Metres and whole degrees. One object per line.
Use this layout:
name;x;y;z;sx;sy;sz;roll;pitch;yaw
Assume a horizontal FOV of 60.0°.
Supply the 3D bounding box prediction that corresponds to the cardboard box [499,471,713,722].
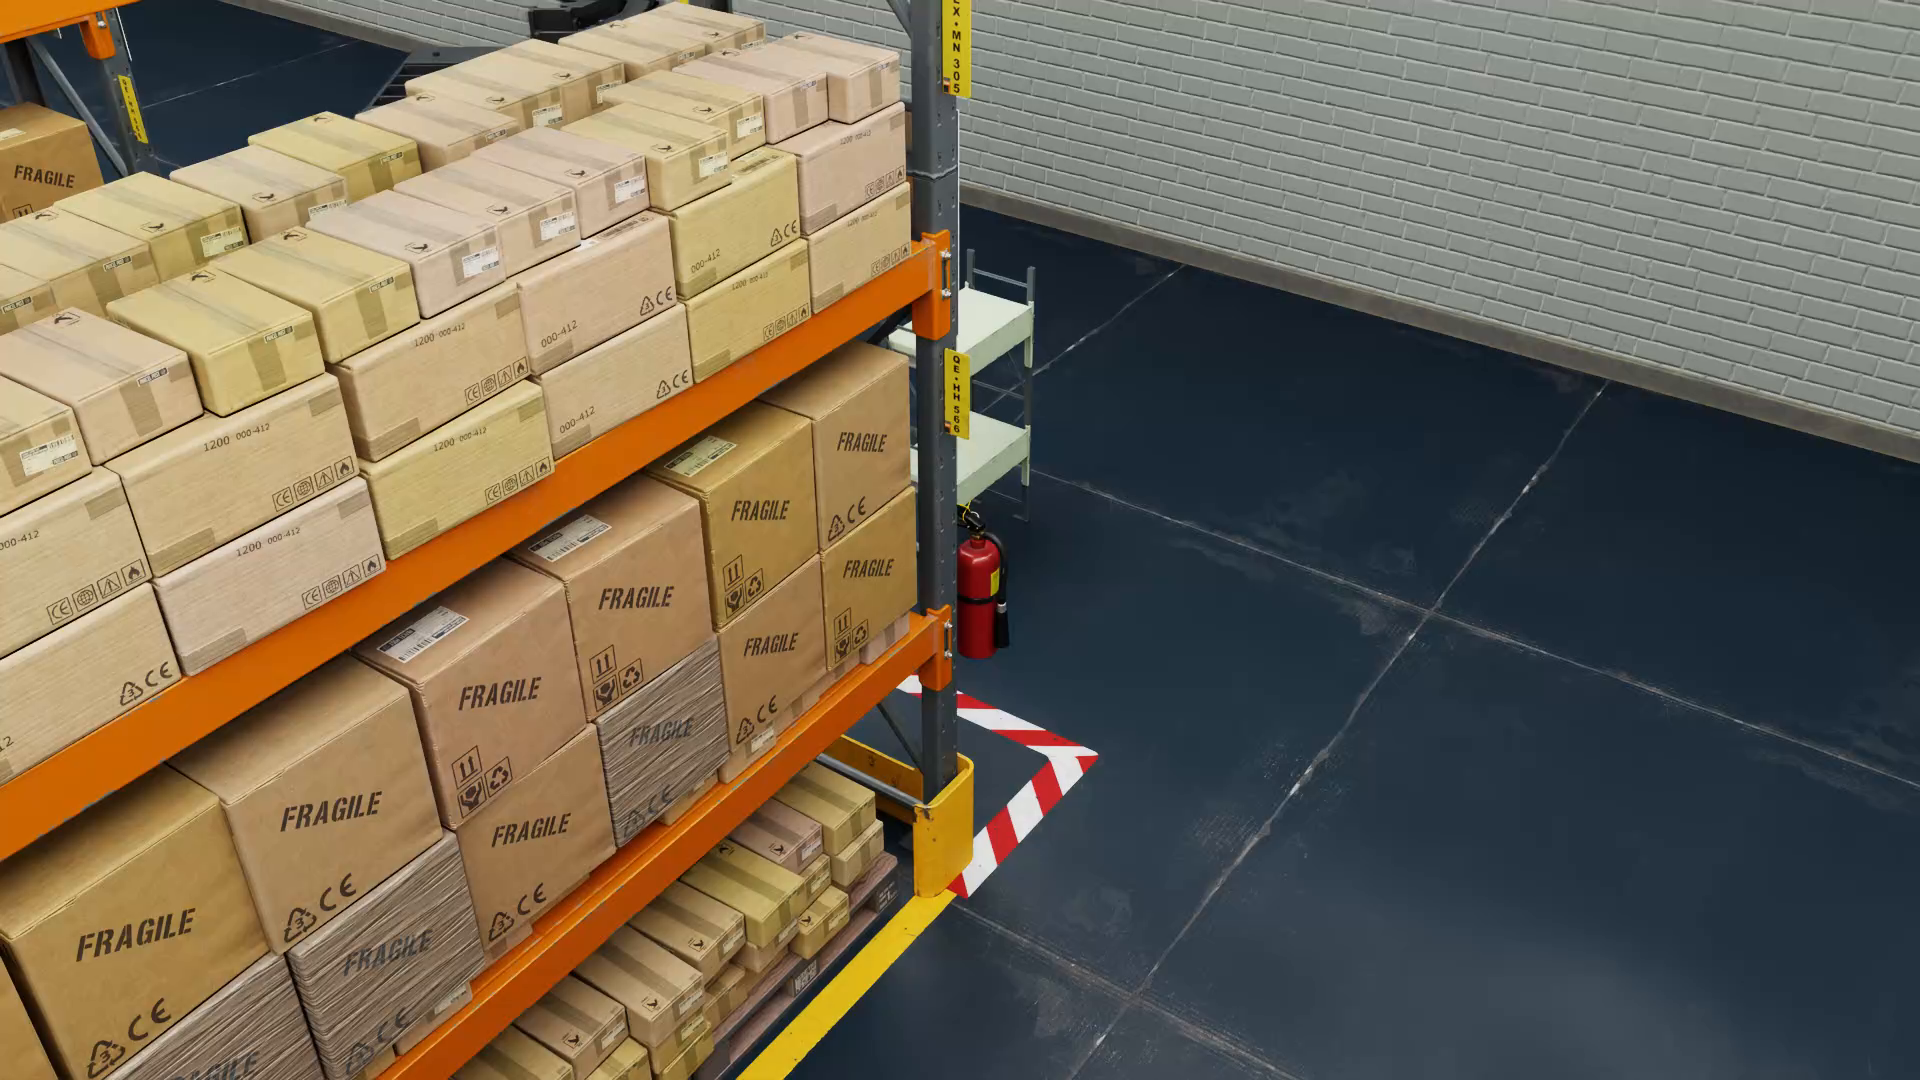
cardboard box;-1.089;0.116;4.829;0.500;0.500;0.500;23;41;30

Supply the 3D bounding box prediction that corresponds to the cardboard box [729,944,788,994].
cardboard box;-0.868;1.490;6.215;0.380;0.149;0.250;21;39;28

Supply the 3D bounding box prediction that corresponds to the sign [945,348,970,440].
sign;-0.010;-0.495;5.664;0.100;0.325;0.005;21;39;28

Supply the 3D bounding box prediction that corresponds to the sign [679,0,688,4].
sign;-0.900;-1.848;5.523;0.100;0.325;0.005;21;39;28

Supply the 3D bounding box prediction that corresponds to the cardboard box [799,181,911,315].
cardboard box;-0.496;-0.957;5.120;0.500;0.250;0.500;20;39;27

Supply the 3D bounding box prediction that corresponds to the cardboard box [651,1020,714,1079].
cardboard box;-1.092;1.745;5.837;0.380;0.149;0.250;19;39;26

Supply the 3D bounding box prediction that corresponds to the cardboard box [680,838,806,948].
cardboard box;-0.782;1.272;6.007;0.380;0.149;0.250;20;39;27

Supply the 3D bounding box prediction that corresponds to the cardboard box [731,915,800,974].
cardboard box;-0.816;1.387;6.101;0.380;0.149;0.250;20;39;26

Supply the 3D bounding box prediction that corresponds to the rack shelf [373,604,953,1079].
rack shelf;-1.595;1.148;5.193;1.077;0.370;4.000;21;39;28

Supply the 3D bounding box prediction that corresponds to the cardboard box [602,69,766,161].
cardboard box;-0.769;-1.176;4.641;0.380;0.149;0.250;20;39;27

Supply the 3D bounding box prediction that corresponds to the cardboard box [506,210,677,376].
cardboard box;-1.093;-0.694;4.284;0.500;0.250;0.500;22;40;29

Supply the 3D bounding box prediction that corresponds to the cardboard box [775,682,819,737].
cardboard box;-0.711;0.496;5.738;0.380;0.149;0.250;21;39;28

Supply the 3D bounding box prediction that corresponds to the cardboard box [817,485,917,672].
cardboard box;-0.499;0.054;5.814;0.500;0.500;0.500;22;40;29

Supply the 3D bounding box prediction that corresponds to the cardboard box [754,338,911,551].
cardboard box;-0.511;-0.359;5.532;0.500;0.500;0.500;20;39;27

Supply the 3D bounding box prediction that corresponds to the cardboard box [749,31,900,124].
cardboard box;-0.402;-1.376;4.937;0.380;0.149;0.250;21;39;28

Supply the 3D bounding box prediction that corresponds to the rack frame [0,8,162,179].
rack frame;-4.471;-1.701;8.764;1.000;3.000;0.127;21;39;28

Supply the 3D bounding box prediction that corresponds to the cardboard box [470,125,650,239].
cardboard box;-1.025;-0.922;4.266;0.380;0.149;0.250;20;39;27

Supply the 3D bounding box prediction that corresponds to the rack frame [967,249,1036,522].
rack frame;0.205;-0.787;8.750;0.400;1.500;0.023;21;39;28

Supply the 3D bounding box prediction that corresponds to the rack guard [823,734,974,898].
rack guard;-0.498;1.000;7.001;1.175;0.500;0.348;21;39;28

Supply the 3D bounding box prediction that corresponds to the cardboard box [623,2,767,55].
cardboard box;-0.826;-1.547;5.189;0.380;0.149;0.250;21;39;28

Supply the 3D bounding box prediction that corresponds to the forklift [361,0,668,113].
forklift;-2.147;-1.208;8.095;3.031;2.935;1.130;0;34;-1

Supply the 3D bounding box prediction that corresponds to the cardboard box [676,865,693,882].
cardboard box;-1.233;1.221;6.347;0.380;0.149;0.250;22;40;29

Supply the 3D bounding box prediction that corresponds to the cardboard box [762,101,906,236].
cardboard box;-0.508;-1.165;4.980;0.500;0.250;0.500;20;39;27

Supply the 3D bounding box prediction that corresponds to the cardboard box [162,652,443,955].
cardboard box;-1.682;0.596;4.119;0.500;0.500;0.500;22;40;29

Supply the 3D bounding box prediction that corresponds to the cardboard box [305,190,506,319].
cardboard box;-1.298;-0.675;3.900;0.380;0.149;0.250;20;39;27

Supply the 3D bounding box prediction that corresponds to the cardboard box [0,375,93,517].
cardboard box;-1.905;-0.192;3.186;0.380;0.149;0.250;20;39;27

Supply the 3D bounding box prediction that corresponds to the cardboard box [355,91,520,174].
cardboard box;-1.400;-1.070;4.484;0.380;0.149;0.250;22;40;29

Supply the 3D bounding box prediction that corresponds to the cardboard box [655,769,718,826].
cardboard box;-1.012;0.733;5.388;0.380;0.149;0.250;19;39;26

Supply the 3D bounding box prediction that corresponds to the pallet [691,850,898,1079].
pallet;-0.990;1.482;6.546;1.003;0.211;1.213;21;39;28

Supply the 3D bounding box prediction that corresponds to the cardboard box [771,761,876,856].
cardboard box;-0.548;1.015;6.387;0.380;0.149;0.250;22;40;29

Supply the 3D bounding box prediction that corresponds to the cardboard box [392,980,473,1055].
cardboard box;-1.594;1.227;4.658;0.380;0.149;0.250;23;40;30

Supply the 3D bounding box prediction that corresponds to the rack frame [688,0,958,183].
rack frame;-0.454;-2.556;4.672;1.000;3.000;0.127;21;39;28

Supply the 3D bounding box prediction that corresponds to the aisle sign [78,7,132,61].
aisle sign;-4.184;-2.716;7.943;0.394;0.787;0.004;21;39;28

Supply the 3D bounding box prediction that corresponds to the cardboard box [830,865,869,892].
cardboard box;-0.583;1.245;6.577;0.380;0.149;0.250;22;40;29

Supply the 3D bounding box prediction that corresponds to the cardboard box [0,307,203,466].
cardboard box;-1.775;-0.318;3.372;0.380;0.149;0.250;20;39;27

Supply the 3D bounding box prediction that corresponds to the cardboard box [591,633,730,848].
cardboard box;-1.078;0.526;5.116;0.500;0.500;0.500;21;40;28

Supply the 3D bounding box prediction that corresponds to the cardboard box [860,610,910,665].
cardboard box;-0.408;0.274;6.067;0.380;0.149;0.250;21;39;28

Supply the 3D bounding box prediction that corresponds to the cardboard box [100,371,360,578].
cardboard box;-1.677;-0.217;3.579;0.500;0.250;0.500;22;40;29

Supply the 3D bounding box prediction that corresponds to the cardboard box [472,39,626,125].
cardboard box;-1.201;-1.334;4.874;0.380;0.149;0.250;21;39;28

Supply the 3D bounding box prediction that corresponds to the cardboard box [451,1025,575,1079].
cardboard box;-1.456;1.727;5.333;0.380;0.149;0.250;21;40;28

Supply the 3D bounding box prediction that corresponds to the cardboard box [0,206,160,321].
cardboard box;-2.065;-0.617;3.815;0.380;0.149;0.250;21;39;28

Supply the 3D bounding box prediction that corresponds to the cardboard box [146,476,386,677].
cardboard box;-1.663;-0.006;3.713;0.500;0.250;0.500;23;40;30

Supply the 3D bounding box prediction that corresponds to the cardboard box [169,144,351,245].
cardboard box;-1.736;-0.842;4.146;0.380;0.149;0.250;23;40;30

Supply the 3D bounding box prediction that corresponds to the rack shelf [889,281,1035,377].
rack shelf;-0.004;-0.941;8.282;0.431;0.370;0.720;21;39;28

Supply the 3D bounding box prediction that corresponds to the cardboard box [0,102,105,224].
cardboard box;-4.533;-1.765;8.057;0.500;0.500;0.500;22;40;29

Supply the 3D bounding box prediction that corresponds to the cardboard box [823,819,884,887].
cardboard box;-0.521;1.147;6.456;0.380;0.149;0.250;20;39;27

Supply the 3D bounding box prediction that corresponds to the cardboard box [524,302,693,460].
cardboard box;-1.075;-0.496;4.438;0.500;0.250;0.500;23;40;30

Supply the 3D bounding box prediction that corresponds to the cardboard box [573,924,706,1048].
cardboard box;-1.089;1.512;5.651;0.380;0.149;0.250;23;40;30

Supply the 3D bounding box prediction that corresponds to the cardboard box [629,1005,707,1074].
cardboard box;-1.100;1.629;5.743;0.380;0.149;0.250;22;40;29

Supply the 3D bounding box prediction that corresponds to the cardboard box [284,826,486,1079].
cardboard box;-1.653;1.008;4.403;0.500;0.500;0.500;20;39;27

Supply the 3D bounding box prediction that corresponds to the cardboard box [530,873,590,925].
cardboard box;-1.353;0.966;5.044;0.380;0.149;0.250;22;40;29

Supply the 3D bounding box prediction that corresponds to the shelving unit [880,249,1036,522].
shelving unit;-0.004;-0.618;8.501;0.431;1.500;0.755;21;39;28
